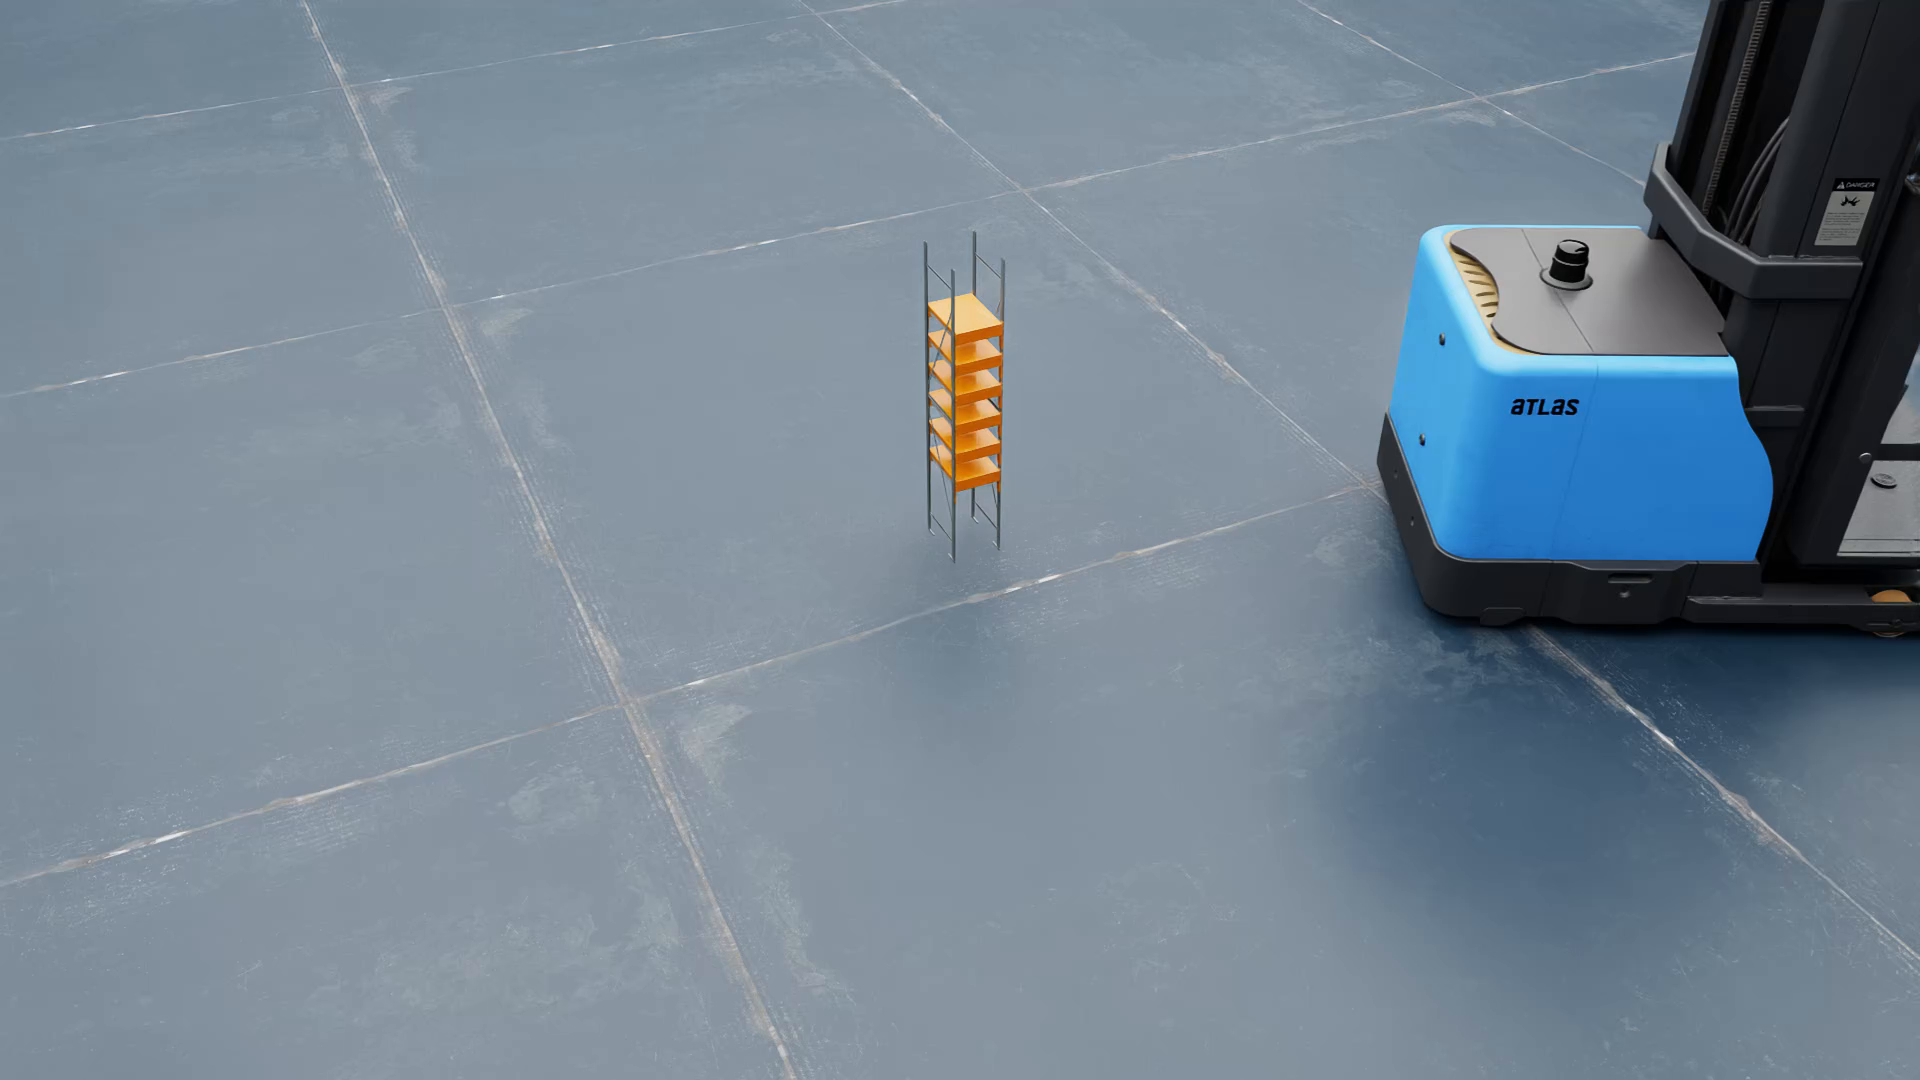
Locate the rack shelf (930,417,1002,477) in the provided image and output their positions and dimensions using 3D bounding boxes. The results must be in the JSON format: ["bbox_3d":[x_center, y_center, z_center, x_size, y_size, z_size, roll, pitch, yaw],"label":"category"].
[{"bbox_3d":[0.013,-0.354,5.995,0.180,0.103,0.258,-16,39,-20],"label":"rack shelf"}]

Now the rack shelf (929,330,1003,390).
[{"bbox_3d":[0.013,-0.643,5.781,0.180,0.103,0.258,-16,39,-20],"label":"rack shelf"}]

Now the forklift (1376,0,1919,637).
[{"bbox_3d":[3.147,-1.157,5.350,3.031,2.935,1.130,0,37,0],"label":"forklift"}]

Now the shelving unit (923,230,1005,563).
[{"bbox_3d":[0.013,-0.486,5.898,0.189,1.200,0.258,-16,39,-20],"label":"shelving unit"}]

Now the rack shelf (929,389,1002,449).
[{"bbox_3d":[0.013,-0.450,5.924,0.180,0.103,0.258,-16,39,-20],"label":"rack shelf"}]

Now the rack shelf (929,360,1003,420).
[{"bbox_3d":[0.013,-0.546,5.852,0.180,0.103,0.258,-16,39,-20],"label":"rack shelf"}]

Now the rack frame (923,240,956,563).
[{"bbox_3d":[-0.070,-0.462,5.866,0.006,1.200,0.240,-16,39,-20],"label":"rack frame"}]

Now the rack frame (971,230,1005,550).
[{"bbox_3d":[0.096,-0.509,5.929,0.006,1.200,0.240,-16,39,-20],"label":"rack frame"}]

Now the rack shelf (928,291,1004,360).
[{"bbox_3d":[0.013,-0.739,5.710,0.180,0.103,0.258,-16,39,-20],"label":"rack shelf"}]

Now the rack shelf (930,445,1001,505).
[{"bbox_3d":[0.013,-0.257,6.067,0.180,0.103,0.258,-16,39,-20],"label":"rack shelf"}]
